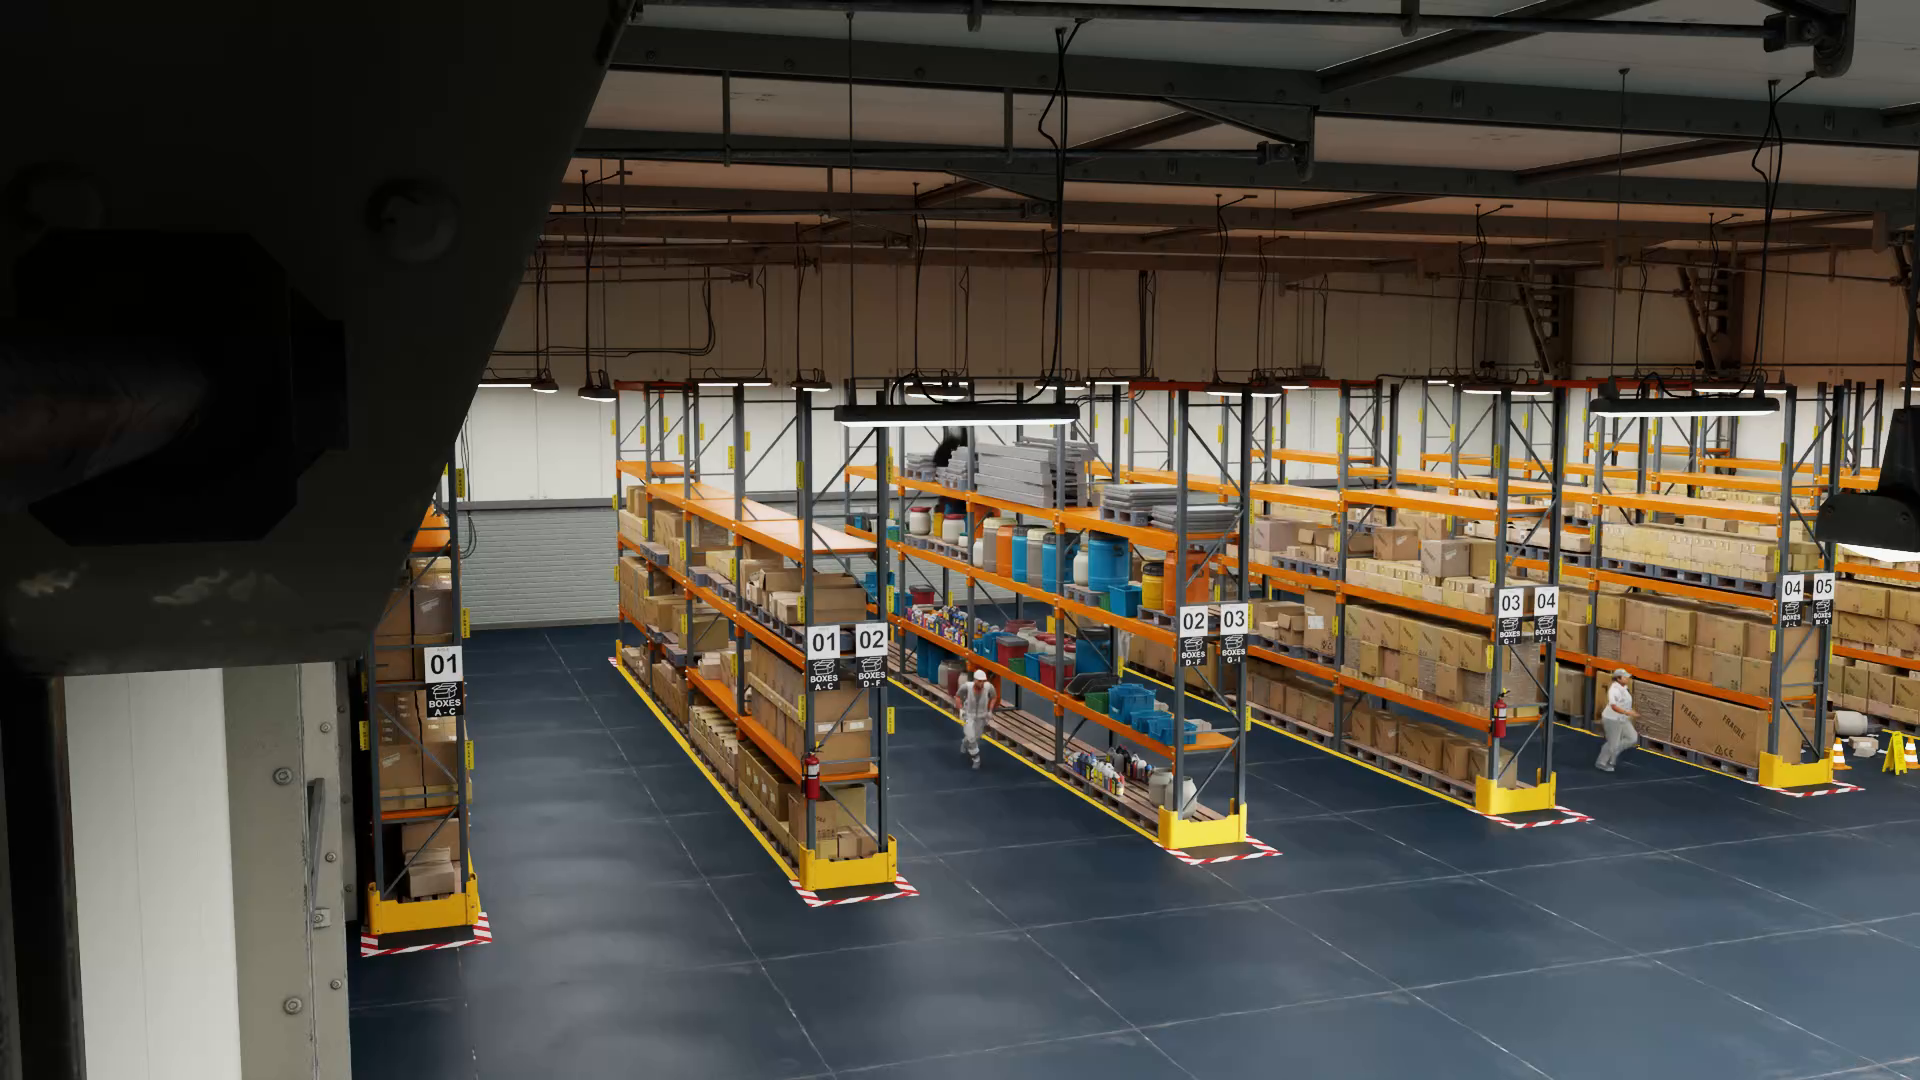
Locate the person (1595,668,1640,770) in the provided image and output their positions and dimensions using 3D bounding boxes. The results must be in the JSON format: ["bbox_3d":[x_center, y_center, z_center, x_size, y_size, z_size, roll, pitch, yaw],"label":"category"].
[{"bbox_3d":[10.247,2.791,25.835,0.667,1.620,0.583,5,8,42],"label":"person"}]

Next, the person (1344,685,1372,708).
[{"bbox_3d":[7.346,2.282,30.630,0.579,1.697,0.985,-3,7,-26],"label":"person"}]

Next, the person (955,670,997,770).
[{"bbox_3d":[0.231,2.779,26.227,0.662,1.618,1.090,-1,6,-11],"label":"person"}]

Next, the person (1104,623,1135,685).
[{"bbox_3d":[3.094,1.966,31.765,0.605,1.616,0.670,-3,7,-23],"label":"person"}]
